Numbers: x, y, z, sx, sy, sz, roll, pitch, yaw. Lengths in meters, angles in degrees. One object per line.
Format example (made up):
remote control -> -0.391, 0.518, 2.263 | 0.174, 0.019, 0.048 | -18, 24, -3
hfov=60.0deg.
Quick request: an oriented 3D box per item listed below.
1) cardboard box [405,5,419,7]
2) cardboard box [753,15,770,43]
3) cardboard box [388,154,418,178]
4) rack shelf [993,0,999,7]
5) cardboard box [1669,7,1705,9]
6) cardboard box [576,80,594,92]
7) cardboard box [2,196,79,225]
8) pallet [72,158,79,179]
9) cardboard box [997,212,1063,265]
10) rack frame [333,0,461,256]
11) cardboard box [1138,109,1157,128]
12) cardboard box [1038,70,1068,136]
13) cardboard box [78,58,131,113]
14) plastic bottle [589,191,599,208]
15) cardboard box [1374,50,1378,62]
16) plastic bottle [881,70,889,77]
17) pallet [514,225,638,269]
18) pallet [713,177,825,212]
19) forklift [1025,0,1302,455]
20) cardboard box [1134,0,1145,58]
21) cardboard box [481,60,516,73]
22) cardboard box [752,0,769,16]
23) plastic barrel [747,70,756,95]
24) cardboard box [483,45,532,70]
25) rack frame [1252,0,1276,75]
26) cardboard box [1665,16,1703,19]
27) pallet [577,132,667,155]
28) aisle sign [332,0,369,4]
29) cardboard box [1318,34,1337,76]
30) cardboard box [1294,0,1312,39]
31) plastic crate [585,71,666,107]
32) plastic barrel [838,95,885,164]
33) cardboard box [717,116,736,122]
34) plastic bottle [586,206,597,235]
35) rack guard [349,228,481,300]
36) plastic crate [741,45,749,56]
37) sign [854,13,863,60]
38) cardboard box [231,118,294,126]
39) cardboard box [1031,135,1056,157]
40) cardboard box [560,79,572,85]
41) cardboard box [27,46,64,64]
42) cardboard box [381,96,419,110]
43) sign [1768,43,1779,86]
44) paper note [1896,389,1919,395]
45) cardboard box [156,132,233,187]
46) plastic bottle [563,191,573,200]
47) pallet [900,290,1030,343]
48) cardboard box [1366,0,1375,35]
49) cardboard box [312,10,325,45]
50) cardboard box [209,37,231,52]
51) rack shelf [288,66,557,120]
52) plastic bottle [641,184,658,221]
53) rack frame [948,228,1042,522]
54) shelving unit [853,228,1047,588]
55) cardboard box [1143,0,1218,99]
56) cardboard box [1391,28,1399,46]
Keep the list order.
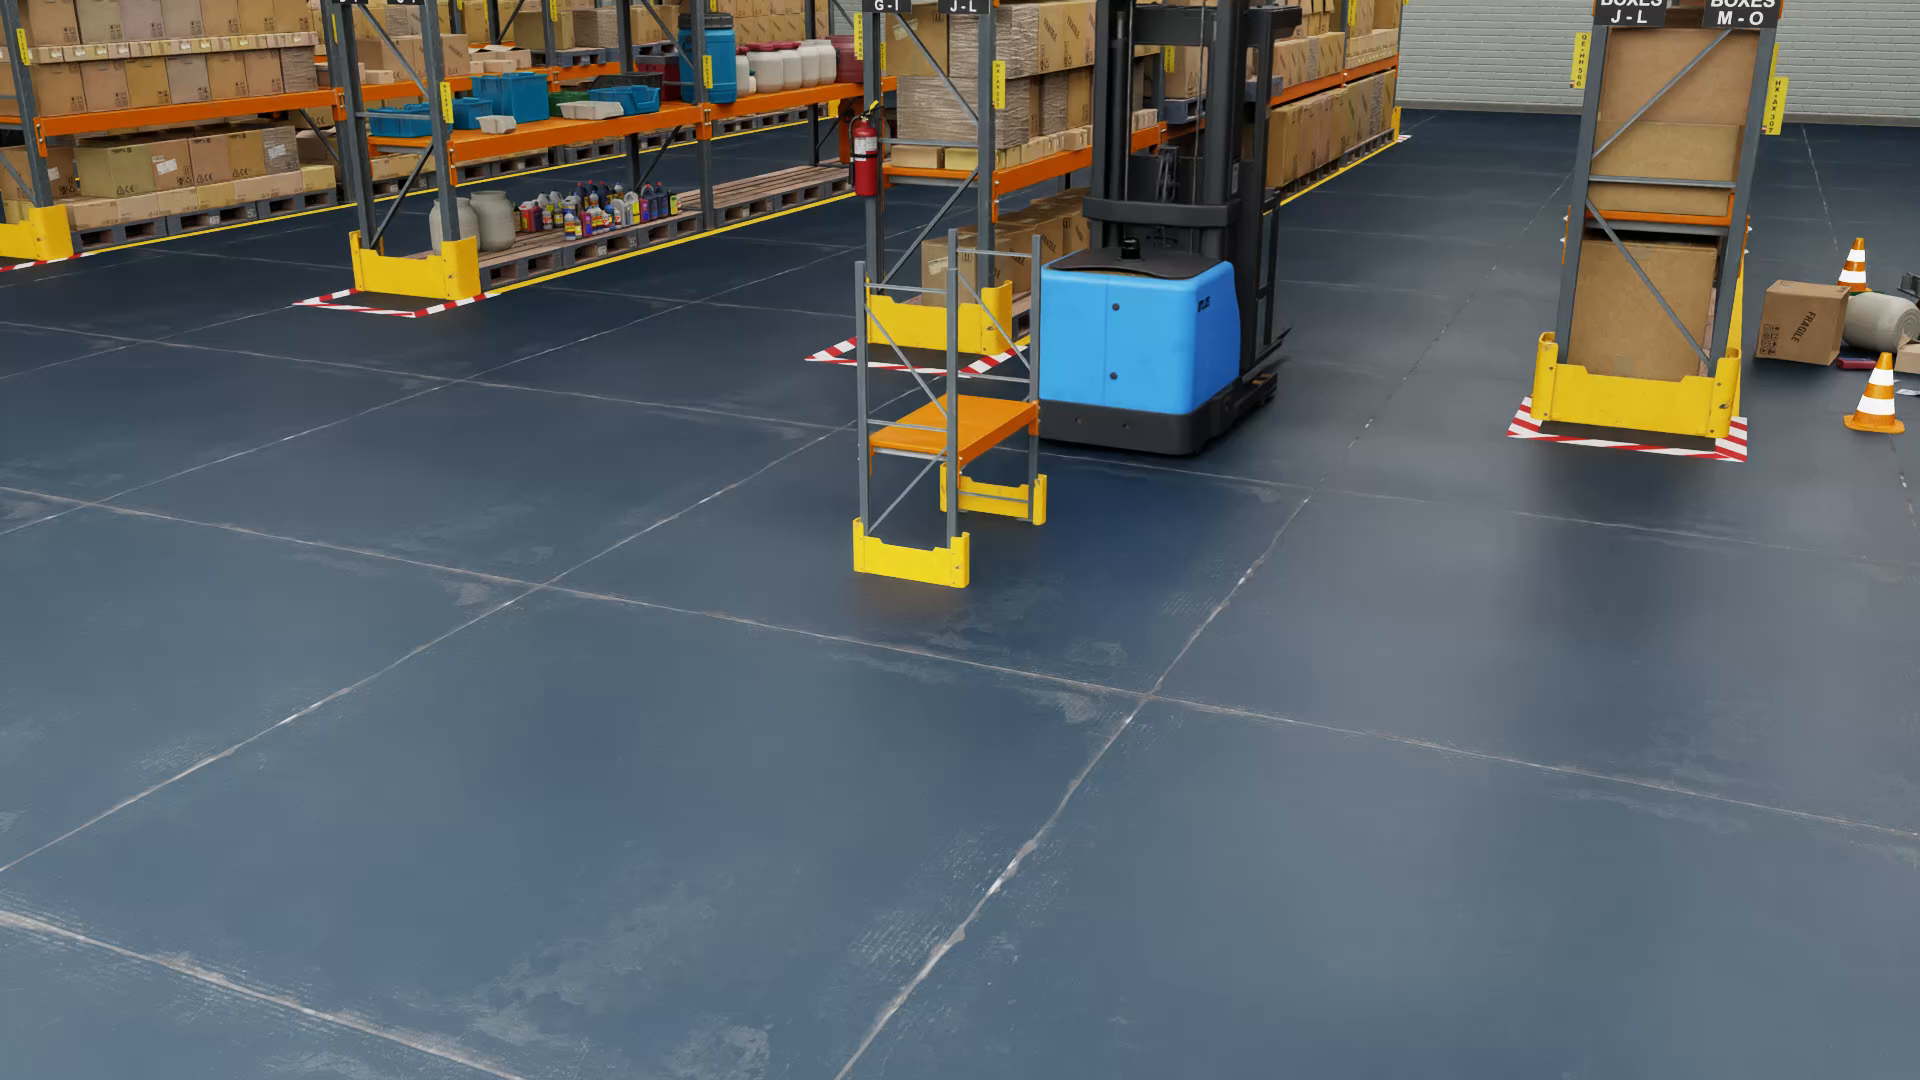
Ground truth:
cardboard box -> -9.043, -8.807, 27.013 | 0.500, 0.250, 0.500 | 9, 21, 24
cardboard box -> -3.476, -8.386, 27.424 | 0.500, 0.500, 0.500 | 8, 21, 22
cardboard box -> -7.021, -4.613, 20.441 | 0.500, 0.250, 0.500 | 9, 22, 24
rack shelf -> 0.595, -4.568, 13.434 | 1.077, 0.370, 4.000 | 9, 21, 23
cardboard box -> 7.136, -4.844, 15.971 | 0.700, 0.500, 0.500 | 8, 21, 22
cardboard box -> -5.381, -6.720, 24.844 | 0.500, 0.250, 0.500 | 8, 21, 22
cardboard box -> -9.310, -3.350, 16.887 | 0.500, 0.250, 0.500 | 9, 21, 23
pallet -> -11.826, -5.068, 22.405 | 1.003, 0.211, 1.213 | 9, 21, 23
cardboard box -> 0.534, -2.467, 14.033 | 0.500, 0.500, 0.500 | 11, 22, 28
rack frame -> -4.743, -3.562, 14.008 | 1.000, 3.000, 0.127 | 9, 21, 23
cardboard box -> 1.594, -3.881, 15.279 | 0.380, 0.149, 0.250 | 9, 21, 23
cardboard box -> 0.365, -3.550, 13.382 | 0.875, 0.500, 0.500 | 9, 21, 23
cardboard box -> -8.847, -4.592, 16.755 | 0.700, 0.500, 0.500 | 9, 22, 24
plastic bottle -> -3.763, -3.456, 17.125 | 0.097, 0.271, 0.097 | 0, 20, 0
cardboard box -> 5.856, -7.034, 24.145 | 0.380, 0.149, 0.250 | 9, 21, 24
plastic bottle -> -0.995, -6.037, 21.152 | 0.152, 0.276, 0.135 | 9, 21, 23
pallet -> -3.916, -2.897, 16.300 | 1.003, 0.211, 1.213 | 9, 21, 23
pallet -> -2.321, -4.091, 19.656 | 1.003, 0.211, 1.213 | 9, 21, 23
forklift -> 1.479, -2.327, 10.639 | 1.130, 2.935, 3.031 | 9, 21, 24
cardboard box -> 1.277, -4.435, 14.378 | 0.500, 0.500, 0.500 | 9, 21, 23
cardboard box -> -6.101, -6.257, 21.961 | 0.380, 0.149, 0.250 | 9, 21, 23
cardboard box -> -3.475, -8.850, 27.235 | 0.500, 0.500, 0.500 | 8, 21, 21
plastic barrel -> -2.423, -5.103, 18.548 | 0.301, 0.262, 0.301 | 0, 20, 0
cardboard box -> -6.173, -6.541, 22.518 | 0.500, 0.311, 0.500 | 10, 22, 26
rack frame -> 3.052, -5.328, 18.973 | 1.000, 3.000, 0.127 | 9, 21, 23
cardboard box -> 5.039, -3.372, 11.637 | 0.875, 0.550, 0.500 | 9, 21, 23
pallet -> -5.143, -5.969, 24.938 | 1.003, 0.211, 1.213 | 9, 21, 23
aisle sign -> -5.043, -4.805, 13.625 | 0.394, 0.787, 0.004 | 9, 21, 23
cardboard box -> 4.538, -6.267, 21.465 | 0.500, 0.500, 0.500 | 9, 22, 24
cardboard box -> 3.904, -6.474, 20.549 | 0.797, 0.503, 0.637 | 9, 22, 24
plastic crate -> -3.435, -4.613, 17.056 | 0.767, 0.338, 0.504 | 9, 21, 23
plastic barrel -> -1.282, -5.335, 21.605 | 0.600, 0.830, 0.708 | 9, 21, 23
cardboard box -> -3.977, -6.950, 26.891 | 0.500, 0.311, 0.500 | 9, 21, 23
plastic bottle -> -3.576, -3.100, 16.124 | 0.097, 0.271, 0.097 | 0, 20, 0
rack guard -> -4.755, -2.414, 14.510 | 1.175, 0.500, 0.348 | 9, 21, 23
plastic crate -> -2.408, -5.586, 19.603 | 0.402, 0.464, 0.583 | 9, 21, 23
sign -> -0.723, -3.659, 12.081 | 0.100, 0.325, 0.005 | 9, 21, 23
cardboard box -> -8.098, -4.622, 19.347 | 0.500, 0.500, 0.500 | 9, 21, 23
cardboard box -> 0.538, -3.121, 13.144 | 0.380, 0.149, 0.250 | 9, 21, 23
cardboard box -> -7.630, -8.452, 30.861 | 0.700, 0.500, 0.500 | 8, 21, 23
cardboard box -> -8.903, -4.686, 16.051 | 0.380, 0.149, 0.250 | 8, 21, 22
cardboard box -> -9.376, -7.286, 27.061 | 0.750, 0.750, 0.750 | 9, 22, 24
sign -> 6.404, -3.763, 13.163 | 0.100, 0.325, 0.005 | 9, 21, 23
paper note -> 6.433, -1.005, 11.251 | 0.144, 0.017, 0.142 | 18, 26, 41
cardboard box -> -8.221, -4.090, 17.850 | 0.500, 0.500, 0.500 | 9, 21, 23
plastic bottle -> -3.997, -3.420, 17.006 | 0.061, 0.283, 0.133 | 10, 22, 25
pallet -> 0.172, -1.835, 13.314 | 1.003, 0.211, 1.213 | 9, 21, 23
cardboard box -> 5.536, -7.394, 23.444 | 0.500, 0.500, 0.500 | 8, 21, 21
cardboard box -> -9.850, -7.836, 25.402 | 0.500, 0.500, 0.500 | 9, 22, 24
cardboard box -> -8.060, -5.318, 17.828 | 0.380, 0.149, 0.250 | 9, 22, 24
rack shelf -> -6.804, -5.738, 21.200 | 1.077, 0.370, 4.000 | 9, 21, 23
plastic bottle -> -3.184, -3.449, 16.986 | 0.144, 0.351, 0.185 | 7, 21, 20
rack frame -> 0.173, -0.836, 8.581 | 0.500, 1.500, 0.032 | 9, 21, 23
shelving unit -> -0.031, -0.683, 8.152 | 0.587, 1.500, 1.083 | 9, 21, 23
cardboard box -> 1.867, -4.809, 15.993 | 1.000, 1.000, 1.000 | 9, 21, 23
cardboard box -> 6.371, -7.658, 25.306 | 0.500, 0.250, 0.500 | 8, 21, 22
